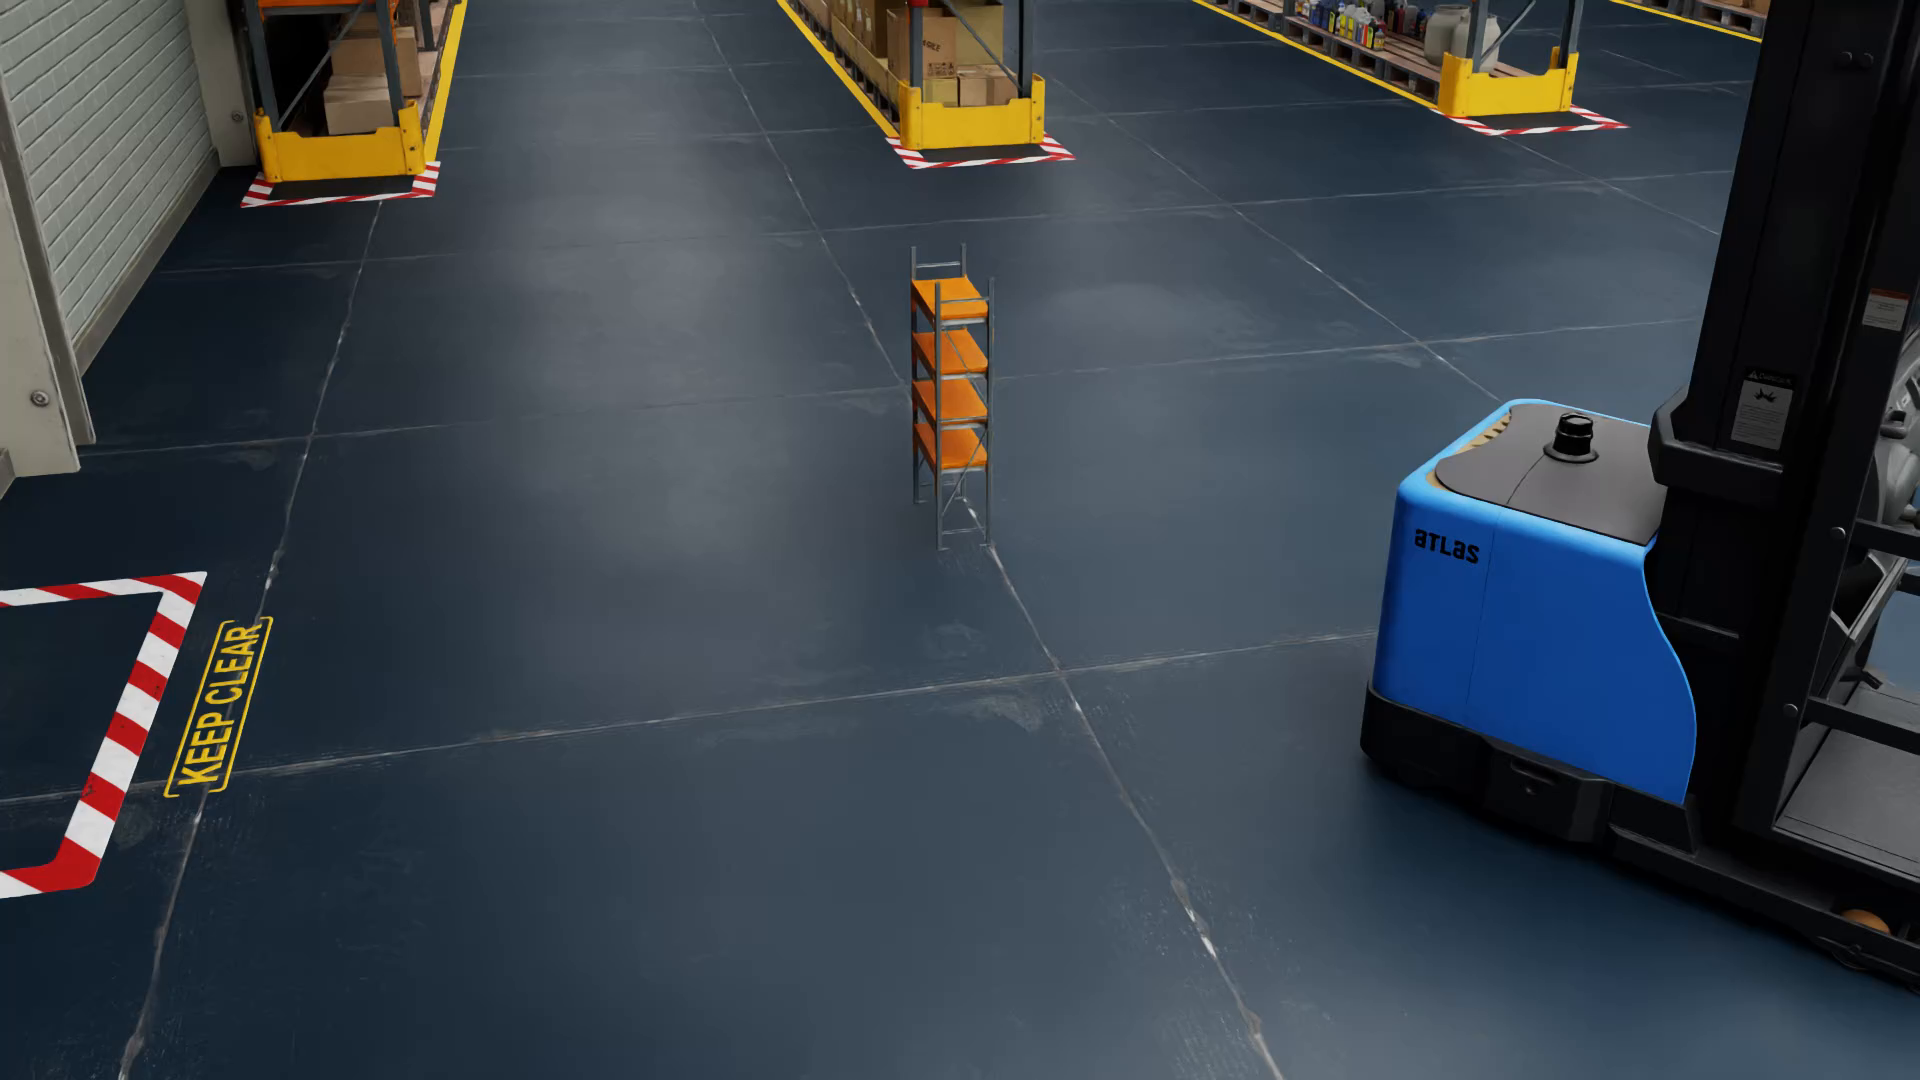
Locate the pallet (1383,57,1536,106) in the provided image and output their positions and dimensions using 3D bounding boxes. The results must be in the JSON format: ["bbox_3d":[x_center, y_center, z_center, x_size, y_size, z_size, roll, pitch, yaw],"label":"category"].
[{"bbox_3d":[4.678,-4.296,15.527,1.003,0.211,1.213,-6,27,-12],"label":"pallet"}]

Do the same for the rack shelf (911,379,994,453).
[{"bbox_3d":[-0.037,-0.548,7.154,0.258,0.148,0.480,-6,27,-12],"label":"rack shelf"}]

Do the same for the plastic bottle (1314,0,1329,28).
[{"bbox_3d":[3.795,-5.528,17.326,0.144,0.351,0.185,-5,27,-10],"label":"plastic bottle"}]

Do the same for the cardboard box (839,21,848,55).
[{"bbox_3d":[-0.892,-4.915,16.245,0.500,0.250,0.500,-6,27,-12],"label":"cardboard box"}]

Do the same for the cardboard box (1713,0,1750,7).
[{"bbox_3d":[8.894,-6.306,18.723,0.500,0.500,0.500,-7,28,-13],"label":"cardboard box"}]

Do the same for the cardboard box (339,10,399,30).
[{"bbox_3d":[-5.362,-4.534,15.190,0.500,0.500,0.500,-8,28,-15],"label":"cardboard box"}]

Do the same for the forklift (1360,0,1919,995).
[{"bbox_3d":[2.837,-0.287,4.567,3.031,2.935,1.130,20,33,34],"label":"forklift"}]

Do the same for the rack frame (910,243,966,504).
[{"bbox_3d":[-0.092,-0.715,7.336,0.240,1.200,0.015,-6,27,-12],"label":"rack frame"}]

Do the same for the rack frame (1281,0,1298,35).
[{"bbox_3d":[4.018,-6.911,17.614,1.000,3.000,0.127,-6,27,-12],"label":"rack frame"}]

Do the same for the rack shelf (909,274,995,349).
[{"bbox_3d":[-0.037,-0.959,6.947,0.258,0.148,0.480,-6,27,-12],"label":"rack shelf"}]

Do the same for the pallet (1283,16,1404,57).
[{"bbox_3d":[4.128,-5.367,17.649,1.003,0.211,1.213,-6,27,-12],"label":"pallet"}]

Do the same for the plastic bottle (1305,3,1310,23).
[{"bbox_3d":[3.708,-5.585,17.603,0.097,0.201,0.097,0,27,0],"label":"plastic bottle"}]

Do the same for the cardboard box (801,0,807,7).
[{"bbox_3d":[-1.526,-6.193,18.776,0.500,0.250,0.500,-5,27,-11],"label":"cardboard box"}]

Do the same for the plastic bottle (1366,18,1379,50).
[{"bbox_3d":[4.034,-4.950,16.255,0.061,0.283,0.133,-5,27,-10],"label":"plastic bottle"}]

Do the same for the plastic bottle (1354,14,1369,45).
[{"bbox_3d":[4.017,-5.072,16.504,0.152,0.276,0.135,-7,28,-13],"label":"plastic bottle"}]

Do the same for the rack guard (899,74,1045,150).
[{"bbox_3d":[0.098,-3.527,13.684,1.175,0.500,0.348,-6,27,-12],"label":"rack guard"}]

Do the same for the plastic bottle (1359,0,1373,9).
[{"bbox_3d":[4.303,-5.657,17.580,0.144,0.351,0.185,-6,27,-12],"label":"plastic bottle"}]

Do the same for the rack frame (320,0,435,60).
[{"bbox_3d":[-5.634,-5.905,15.620,1.000,3.000,0.127,-6,27,-12],"label":"rack frame"}]

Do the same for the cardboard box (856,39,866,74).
[{"bbox_3d":[-0.666,-4.476,15.375,0.500,0.250,0.500,-6,27,-12],"label":"cardboard box"}]

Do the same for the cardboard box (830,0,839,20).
[{"bbox_3d":[-1.010,-5.469,16.510,0.500,0.500,0.500,-6,27,-12],"label":"cardboard box"}]

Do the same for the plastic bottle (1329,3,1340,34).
[{"bbox_3d":[3.835,-5.339,17.025,0.061,0.283,0.133,-5,27,-9],"label":"plastic bottle"}]

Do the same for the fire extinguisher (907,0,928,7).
[{"bbox_3d":[-0.334,-4.520,12.962,0.296,0.674,0.183,-6,27,-12],"label":"fire extinguisher"}]

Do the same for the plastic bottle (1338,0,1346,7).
[{"bbox_3d":[3.936,-5.543,17.355,0.144,0.351,0.185,-6,27,-12],"label":"plastic bottle"}]

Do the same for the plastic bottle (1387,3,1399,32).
[{"bbox_3d":[4.466,-5.394,17.134,0.061,0.283,0.133,-6,27,-12],"label":"plastic bottle"}]

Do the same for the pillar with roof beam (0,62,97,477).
[{"bbox_3d":[-0.187,-4.850,6.872,9.100,9.000,0.400,-6,27,-12],"label":"pillar with roof beam"}]

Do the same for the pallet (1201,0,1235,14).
[{"bbox_3d":[3.525,-6.544,19.980,1.003,0.211,1.213,-6,27,-12],"label":"pallet"}]

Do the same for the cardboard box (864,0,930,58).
[{"bbox_3d":[-0.558,-4.591,14.771,0.500,0.500,0.500,-6,27,-12],"label":"cardboard box"}]

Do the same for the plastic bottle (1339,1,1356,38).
[{"bbox_3d":[3.934,-5.259,16.792,0.144,0.351,0.185,-6,27,-12],"label":"plastic bottle"}]

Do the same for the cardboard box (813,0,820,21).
[{"bbox_3d":[-1.297,-5.745,17.888,0.500,0.250,0.500,-6,27,-12],"label":"cardboard box"}]

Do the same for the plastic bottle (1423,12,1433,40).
[{"bbox_3d":[4.714,-5.156,16.675,0.097,0.271,0.097,0,27,0],"label":"plastic bottle"}]

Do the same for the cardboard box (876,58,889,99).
[{"bbox_3d":[-0.441,-4.037,14.506,0.500,0.250,0.500,-6,27,-12],"label":"cardboard box"}]

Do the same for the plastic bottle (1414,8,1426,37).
[{"bbox_3d":[4.669,-5.244,16.851,0.097,0.271,0.097,0,27,0],"label":"plastic bottle"}]

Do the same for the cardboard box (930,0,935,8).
[{"bbox_3d":[-0.051,-4.644,14.875,0.500,0.500,0.500,-6,27,-12],"label":"cardboard box"}]

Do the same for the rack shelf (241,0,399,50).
[{"bbox_3d":[-5.184,-4.706,14.043,1.077,0.370,4.000,-6,27,-12],"label":"rack shelf"}]

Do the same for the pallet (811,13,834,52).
[{"bbox_3d":[-1.013,-5.484,17.882,1.003,0.211,1.213,-6,27,-12],"label":"pallet"}]

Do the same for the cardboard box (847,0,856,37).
[{"bbox_3d":[-0.784,-5.030,15.640,0.500,0.500,0.500,-6,27,-12],"label":"cardboard box"}]

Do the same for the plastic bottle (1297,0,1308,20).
[{"bbox_3d":[3.662,-5.705,17.764,0.097,0.271,0.097,0,27,0],"label":"plastic bottle"}]

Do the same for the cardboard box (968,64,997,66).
[{"bbox_3d":[0.072,-4.091,14.612,0.500,0.250,0.500,-6,27,-12],"label":"cardboard box"}]

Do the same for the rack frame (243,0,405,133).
[{"bbox_3d":[-4.733,-4.149,12.141,1.000,3.000,0.127,-6,27,-12],"label":"rack frame"}]

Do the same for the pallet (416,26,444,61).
[{"bbox_3d":[-5.811,-5.002,16.926,1.003,0.211,1.213,-6,27,-12],"label":"pallet"}]

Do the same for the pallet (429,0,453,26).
[{"bbox_3d":[-6.361,-6.073,19.048,1.003,0.211,1.213,-6,27,-12],"label":"pallet"}]

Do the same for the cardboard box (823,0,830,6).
[{"bbox_3d":[-1.180,-5.769,17.313,0.500,0.311,0.500,-6,27,-12],"label":"cardboard box"}]

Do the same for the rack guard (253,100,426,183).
[{"bbox_3d":[-4.750,-3.067,12.771,1.175,0.500,0.348,-6,27,-12],"label":"rack guard"}]

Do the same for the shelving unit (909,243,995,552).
[{"bbox_3d":[-0.037,-0.608,7.124,0.258,1.200,0.503,-6,27,-12],"label":"shelving unit"}]

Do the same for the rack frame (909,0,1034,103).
[{"bbox_3d":[0.092,-4.654,13.141,1.000,3.000,0.127,-6,27,-12],"label":"rack frame"}]

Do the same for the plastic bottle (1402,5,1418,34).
[{"bbox_3d":[4.592,-5.340,17.036,0.152,0.276,0.135,-5,27,-11],"label":"plastic bottle"}]

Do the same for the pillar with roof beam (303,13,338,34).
[{"bbox_3d":[-2.891,-10.118,17.309,9.100,9.000,0.400,-6,27,-12],"label":"pillar with roof beam"}]

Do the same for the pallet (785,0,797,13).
[{"bbox_3d":[-1.563,-6.556,20.004,1.003,0.211,1.213,-6,27,-12],"label":"pallet"}]

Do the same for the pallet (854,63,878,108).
[{"bbox_3d":[-0.392,-4.275,15.485,1.003,0.211,1.213,-6,27,-12],"label":"pallet"}]

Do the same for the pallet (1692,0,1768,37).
[{"bbox_3d":[9.029,-5.878,18.661,1.003,0.211,1.213,-6,27,-12],"label":"pallet"}]

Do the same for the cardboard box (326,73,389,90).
[{"bbox_3d":[-4.930,-3.708,13.764,0.500,0.311,0.500,-4,27,-7],"label":"cardboard box"}]

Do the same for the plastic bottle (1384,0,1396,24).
[{"bbox_3d":[4.487,-5.587,17.442,0.144,0.351,0.185,-7,28,-14],"label":"plastic bottle"}]

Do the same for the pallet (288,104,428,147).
[{"bbox_3d":[-4.899,-3.298,13.550,1.003,0.211,1.213,-6,27,-12],"label":"pallet"}]

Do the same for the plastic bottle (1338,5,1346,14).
[{"bbox_3d":[3.908,-5.349,17.059,0.097,0.271,0.097,0,27,0],"label":"plastic bottle"}]

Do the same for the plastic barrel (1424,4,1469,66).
[{"bbox_3d":[4.583,-4.733,15.594,0.421,0.512,0.421,0,27,0],"label":"plastic barrel"}]
